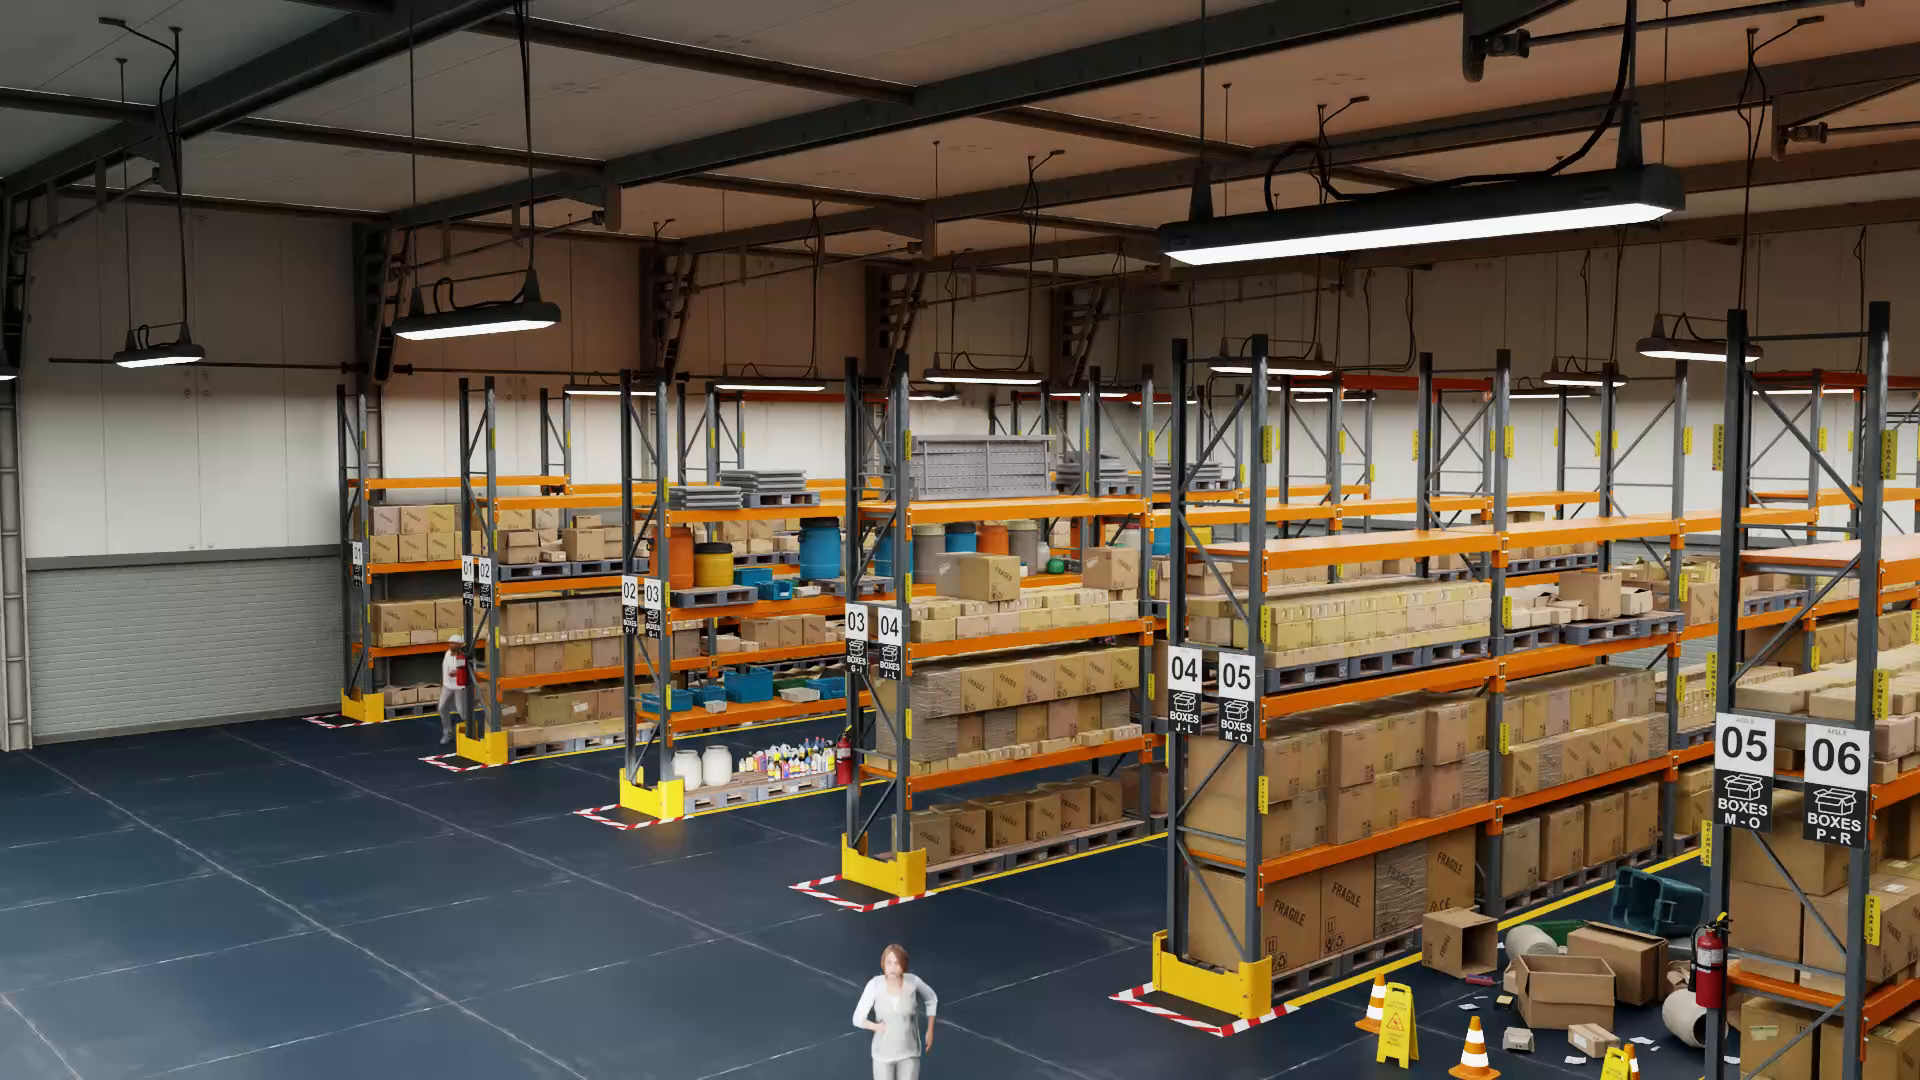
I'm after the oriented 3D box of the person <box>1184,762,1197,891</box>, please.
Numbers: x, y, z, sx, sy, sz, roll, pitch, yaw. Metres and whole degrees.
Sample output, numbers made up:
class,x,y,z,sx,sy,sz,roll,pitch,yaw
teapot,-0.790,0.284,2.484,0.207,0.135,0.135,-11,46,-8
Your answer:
class,x,y,z,sx,sy,sz,roll,pitch,yaw
person,2.713,3.090,18.618,0.647,1.708,0.741,3,5,36

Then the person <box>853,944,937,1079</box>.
class,x,y,z,sx,sy,sz,roll,pitch,yaw
person,-0.450,3.590,11.541,0.565,1.631,0.778,0,4,3

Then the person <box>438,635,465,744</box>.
class,x,y,z,sx,sy,sz,roll,pitch,yaw
person,-8.386,2.475,27.659,0.672,1.813,0.762,1,4,18
